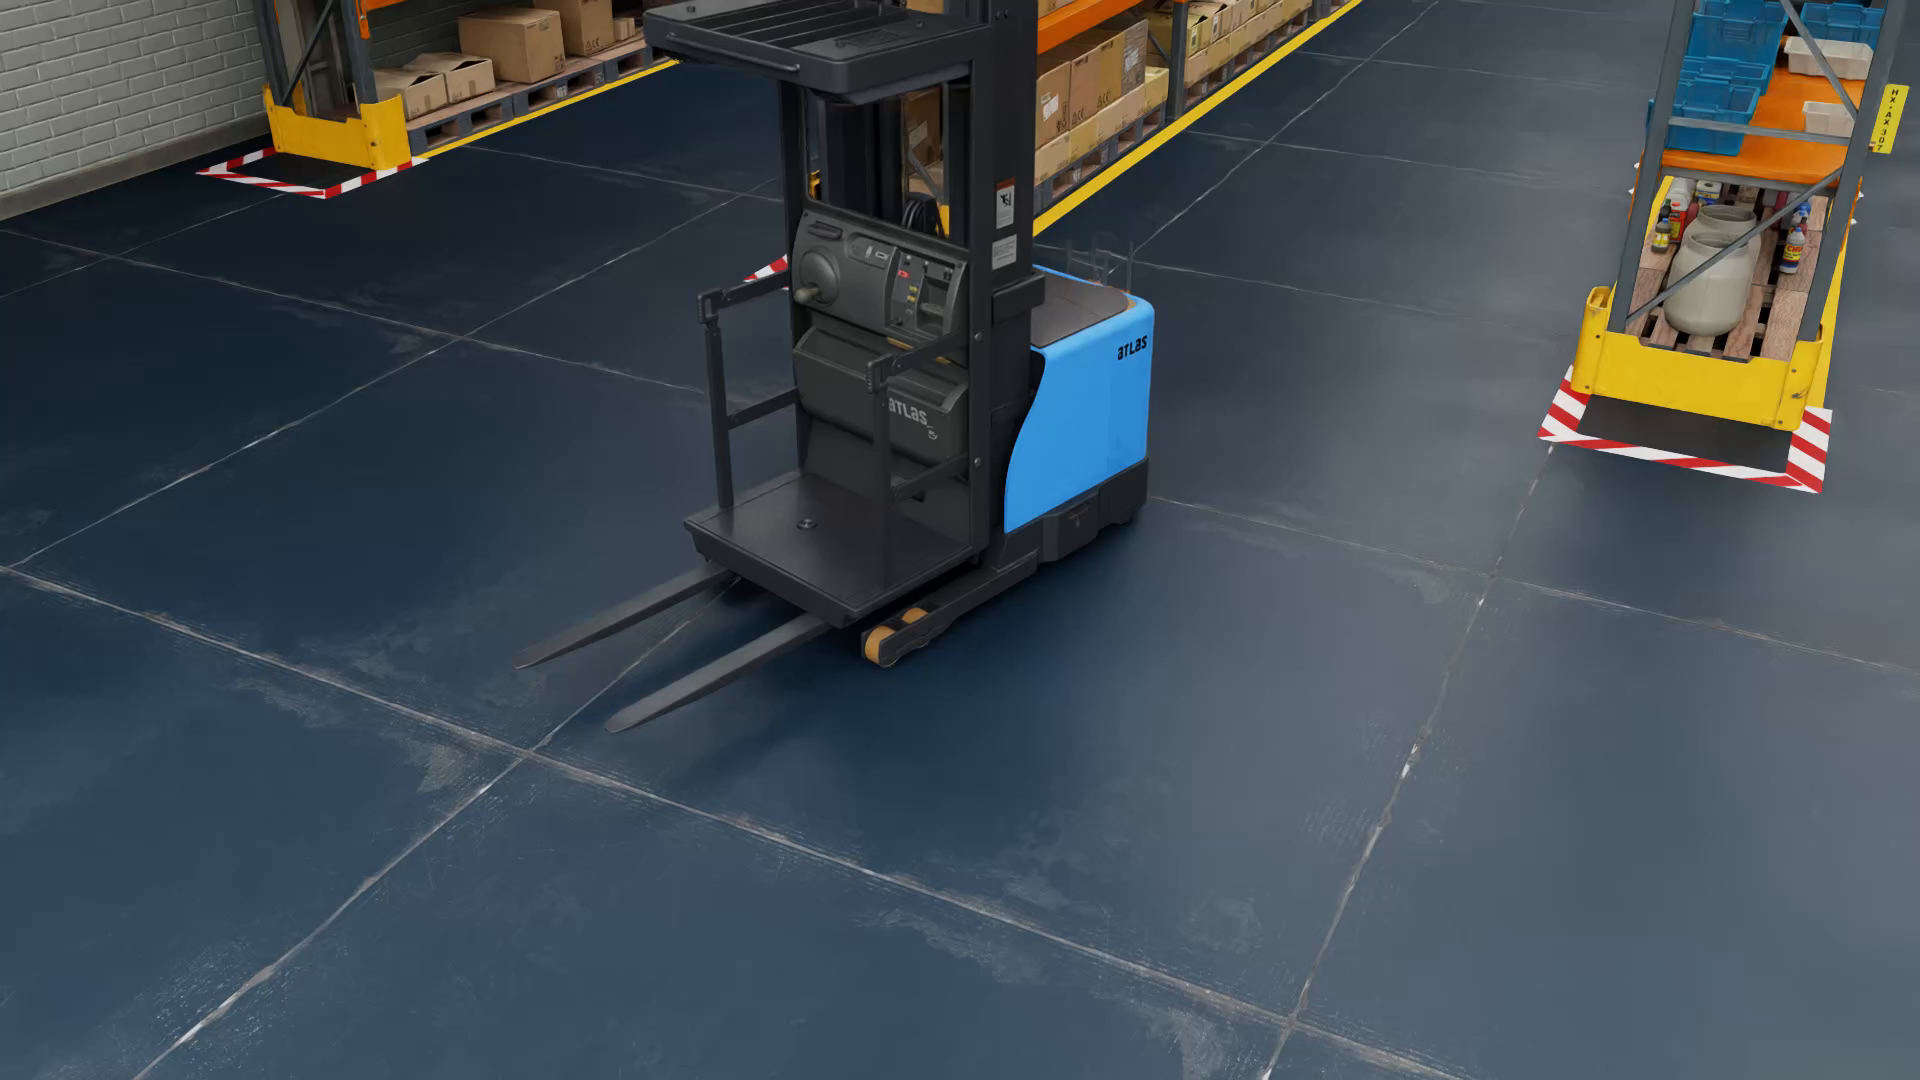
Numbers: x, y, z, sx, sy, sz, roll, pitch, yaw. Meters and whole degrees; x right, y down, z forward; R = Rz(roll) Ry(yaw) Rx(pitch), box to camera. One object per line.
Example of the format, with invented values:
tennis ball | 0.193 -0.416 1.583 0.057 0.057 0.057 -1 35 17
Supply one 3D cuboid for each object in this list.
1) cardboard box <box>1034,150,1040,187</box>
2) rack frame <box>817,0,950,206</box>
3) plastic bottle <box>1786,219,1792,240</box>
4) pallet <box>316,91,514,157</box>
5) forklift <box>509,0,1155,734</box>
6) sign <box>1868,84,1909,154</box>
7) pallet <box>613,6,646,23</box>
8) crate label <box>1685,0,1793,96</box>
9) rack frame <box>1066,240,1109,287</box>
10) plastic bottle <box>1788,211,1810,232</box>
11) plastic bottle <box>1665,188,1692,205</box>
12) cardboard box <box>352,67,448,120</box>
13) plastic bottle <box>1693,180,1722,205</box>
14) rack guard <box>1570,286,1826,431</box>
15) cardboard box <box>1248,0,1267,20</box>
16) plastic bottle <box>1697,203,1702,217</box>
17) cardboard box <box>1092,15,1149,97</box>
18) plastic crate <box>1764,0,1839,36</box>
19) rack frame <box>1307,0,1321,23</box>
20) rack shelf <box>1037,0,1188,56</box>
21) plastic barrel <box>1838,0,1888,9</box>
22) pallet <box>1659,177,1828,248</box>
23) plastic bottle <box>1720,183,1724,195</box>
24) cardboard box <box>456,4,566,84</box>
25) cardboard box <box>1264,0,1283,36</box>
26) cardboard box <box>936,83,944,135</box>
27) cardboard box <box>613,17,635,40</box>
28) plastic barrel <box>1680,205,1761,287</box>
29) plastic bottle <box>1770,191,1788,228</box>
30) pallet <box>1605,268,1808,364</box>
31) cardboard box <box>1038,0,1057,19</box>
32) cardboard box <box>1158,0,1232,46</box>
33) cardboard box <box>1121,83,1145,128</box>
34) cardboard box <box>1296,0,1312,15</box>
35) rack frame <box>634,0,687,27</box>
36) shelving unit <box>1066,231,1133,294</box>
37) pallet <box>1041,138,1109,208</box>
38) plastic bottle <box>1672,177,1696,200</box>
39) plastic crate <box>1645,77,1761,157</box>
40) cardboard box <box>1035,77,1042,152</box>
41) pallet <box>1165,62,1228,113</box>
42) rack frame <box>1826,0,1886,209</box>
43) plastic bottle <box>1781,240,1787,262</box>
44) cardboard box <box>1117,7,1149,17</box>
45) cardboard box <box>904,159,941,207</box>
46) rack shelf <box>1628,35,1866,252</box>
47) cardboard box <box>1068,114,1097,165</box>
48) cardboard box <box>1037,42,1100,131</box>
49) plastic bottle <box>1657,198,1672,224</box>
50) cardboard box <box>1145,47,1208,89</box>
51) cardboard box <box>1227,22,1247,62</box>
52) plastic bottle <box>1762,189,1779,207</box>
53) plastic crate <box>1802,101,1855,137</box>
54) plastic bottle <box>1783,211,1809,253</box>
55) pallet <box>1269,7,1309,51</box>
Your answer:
cardboard box | 0.224 -2.551 11.520 0.500 0.250 0.500 14 33 23
rack frame | -0.443 -3.152 10.227 1.000 3.000 0.127 14 33 23
plastic bottle | 5.315 -1.977 10.549 0.097 0.201 0.097 0 30 0
pallet | -4.418 -3.451 13.547 1.003 0.211 1.213 14 33 23
forklift | -0.482 -1.036 6.611 1.130 2.935 3.031 25 38 36
sign | 4.453 -2.020 7.977 0.100 0.325 0.005 14 33 23
pallet | -2.679 -5.184 16.565 1.003 0.211 1.213 14 33 23
crate label | 4.563 -2.919 9.786 0.502 0.435 0.616 14 33 23
rack frame | 0.586 -0.837 7.996 0.240 1.200 0.006 25 37 36
plastic bottle | 5.409 -2.068 10.708 0.097 0.201 0.097 0 30 0
plastic bottle | 4.614 -2.117 10.718 0.152 0.276 0.135 13 32 22
cardboard box | -4.459 -3.585 13.239 0.500 0.311 0.500 11 32 18
plastic bottle | 4.914 -2.251 10.951 0.152 0.276 0.135 14 33 23
rack guard | 3.958 -0.987 8.967 1.175 0.500 0.348 14 33 23
cardboard box | 2.488 -4.967 15.163 0.500 0.311 0.500 15 33 25
plastic bottle | 4.733 -2.065 10.701 0.097 0.201 0.097 0 30 0
cardboard box | 1.124 -3.766 12.882 0.500 0.500 0.500 14 33 23
plastic crate | 5.435 -3.570 11.016 0.767 0.338 0.504 14 33 23
rack frame | 3.201 -6.698 16.403 1.000 3.000 0.127 14 33 23
rack shelf | 0.468 -3.727 11.950 1.077 0.370 4.000 14 33 23
plastic barrel | 6.233 -4.120 11.409 0.600 0.901 0.708 14 33 23
pallet | 5.444 -2.302 11.547 1.003 0.211 1.213 14 33 23
plastic bottle | 5.178 -2.546 11.389 0.144 0.351 0.185 14 33 23
cardboard box | -3.821 -4.234 14.179 0.700 0.500 0.500 12 32 20
cardboard box | 2.716 -4.948 15.694 0.500 0.250 0.500 15 33 24
cardboard box | -0.021 -3.219 11.929 0.500 0.500 0.500 14 33 23
cardboard box | -3.249 -4.765 15.440 0.380 0.166 0.250 10 31 17
plastic barrel | 4.425 -1.661 9.707 0.421 0.512 0.421 0 30 0
plastic bottle | 5.343 -2.186 10.831 0.061 0.283 0.133 14 33 23
pallet | 4.333 -1.221 9.664 1.003 0.211 1.213 14 33 23
cardboard box | 0.247 -3.852 11.345 0.700 0.500 0.500 15 33 24
cardboard box | 2.022 -4.506 14.360 0.500 0.311 0.500 14 33 23
cardboard box | 1.126 -3.440 13.068 0.500 0.250 0.500 14 33 23
cardboard box | 3.179 -5.400 16.480 0.500 0.250 0.500 15 33 24
rack frame | -3.032 -6.047 15.269 1.000 3.000 0.127 14 33 23
shelving unit | 0.648 -0.869 8.055 0.258 1.200 0.189 25 37 36
pallet | 0.425 -2.830 12.466 1.003 0.211 1.213 14 33 23
plastic bottle | 4.770 -2.306 10.972 0.144 0.351 0.185 14 33 23
plastic crate | 3.927 -2.252 8.809 0.499 0.251 0.616 14 33 23
cardboard box | 0.225 -2.876 11.333 0.500 0.500 0.500 14 33 23
pallet | 1.680 -4.051 14.593 1.003 0.211 1.213 14 33 23
rack frame | 5.787 -3.800 11.355 1.000 3.000 0.127 14 33 23
plastic bottle | 5.115 -1.783 10.211 0.097 0.201 0.097 0 30 0
cardboard box | 1.309 -4.403 14.181 0.500 0.311 0.500 14 33 23
cardboard box | -0.462 -2.446 11.338 0.500 0.250 0.500 14 33 23
rack shelf | 4.876 -2.601 9.990 1.077 0.370 4.000 14 33 23
cardboard box | 0.684 -2.994 12.290 0.500 0.250 0.500 14 33 23
cardboard box | 0.685 -3.319 12.103 0.500 0.500 0.500 14 33 23
plastic bottle | 4.448 -2.009 10.522 0.061 0.283 0.133 15 33 24
cardboard box | 1.784 -4.038 14.108 0.500 0.250 0.500 13 33 22
cardboard box | 2.251 -4.494 14.903 0.500 0.250 0.500 13 32 22
plastic bottle | 5.520 -2.396 11.204 0.152 0.276 0.135 14 33 23
plastic crate | 4.659 -2.236 8.896 0.298 0.136 0.250 14 33 23
plastic bottle | 5.224 -1.919 10.378 0.097 0.271 0.097 0 30 0
pallet | 2.792 -5.133 16.477 1.003 0.211 1.213 14 33 23
